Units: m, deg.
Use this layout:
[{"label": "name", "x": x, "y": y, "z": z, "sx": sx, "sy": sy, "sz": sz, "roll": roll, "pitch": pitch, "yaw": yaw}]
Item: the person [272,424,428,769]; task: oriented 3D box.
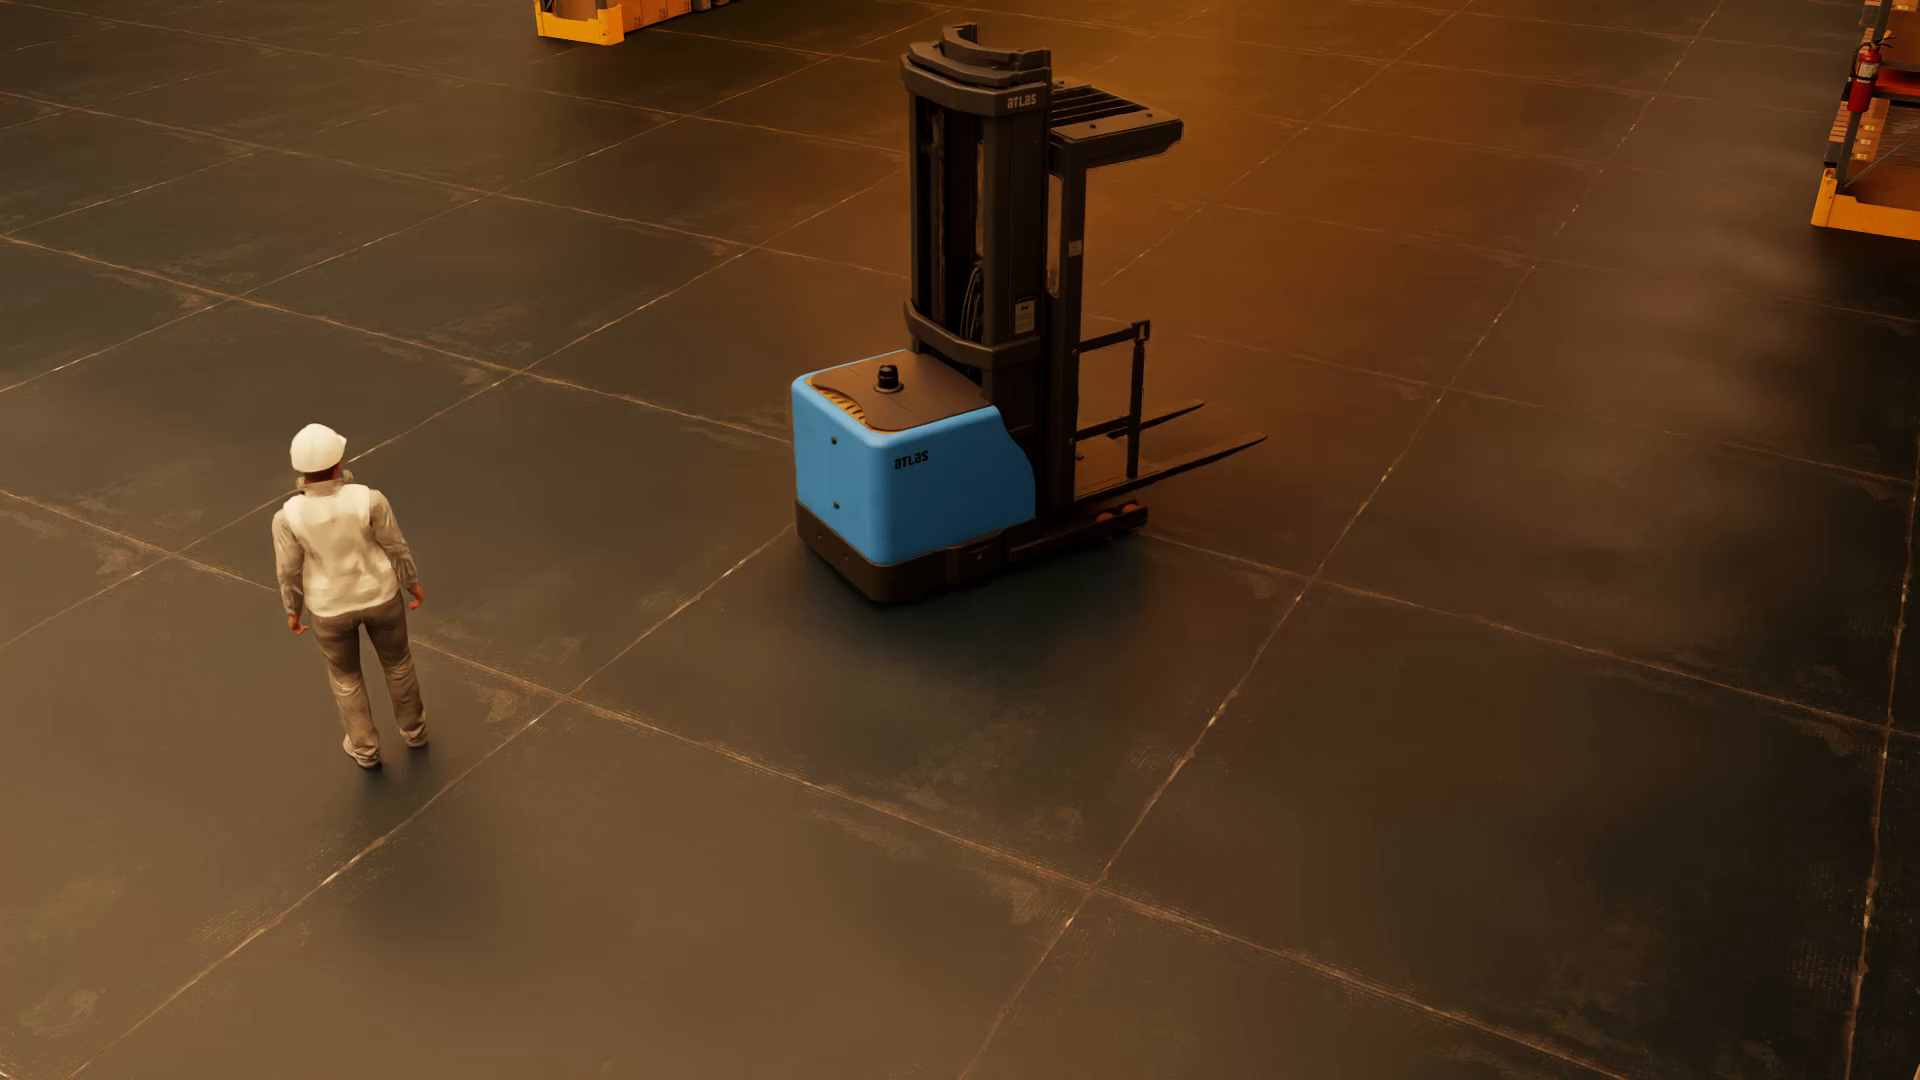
[{"label": "person", "x": -2.844, "y": 0.251, "z": 7.795, "sx": 0.617, "sy": 1.776, "sz": 0.404, "roll": -14, "pitch": 33, "yaw": -23}]

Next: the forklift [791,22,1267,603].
[{"label": "forklift", "x": 0.533, "y": -1.469, "z": 9.615, "sx": 3.031, "sy": 2.935, "sz": 1.130, "roll": -18, "pitch": 35, "yaw": -28}]
